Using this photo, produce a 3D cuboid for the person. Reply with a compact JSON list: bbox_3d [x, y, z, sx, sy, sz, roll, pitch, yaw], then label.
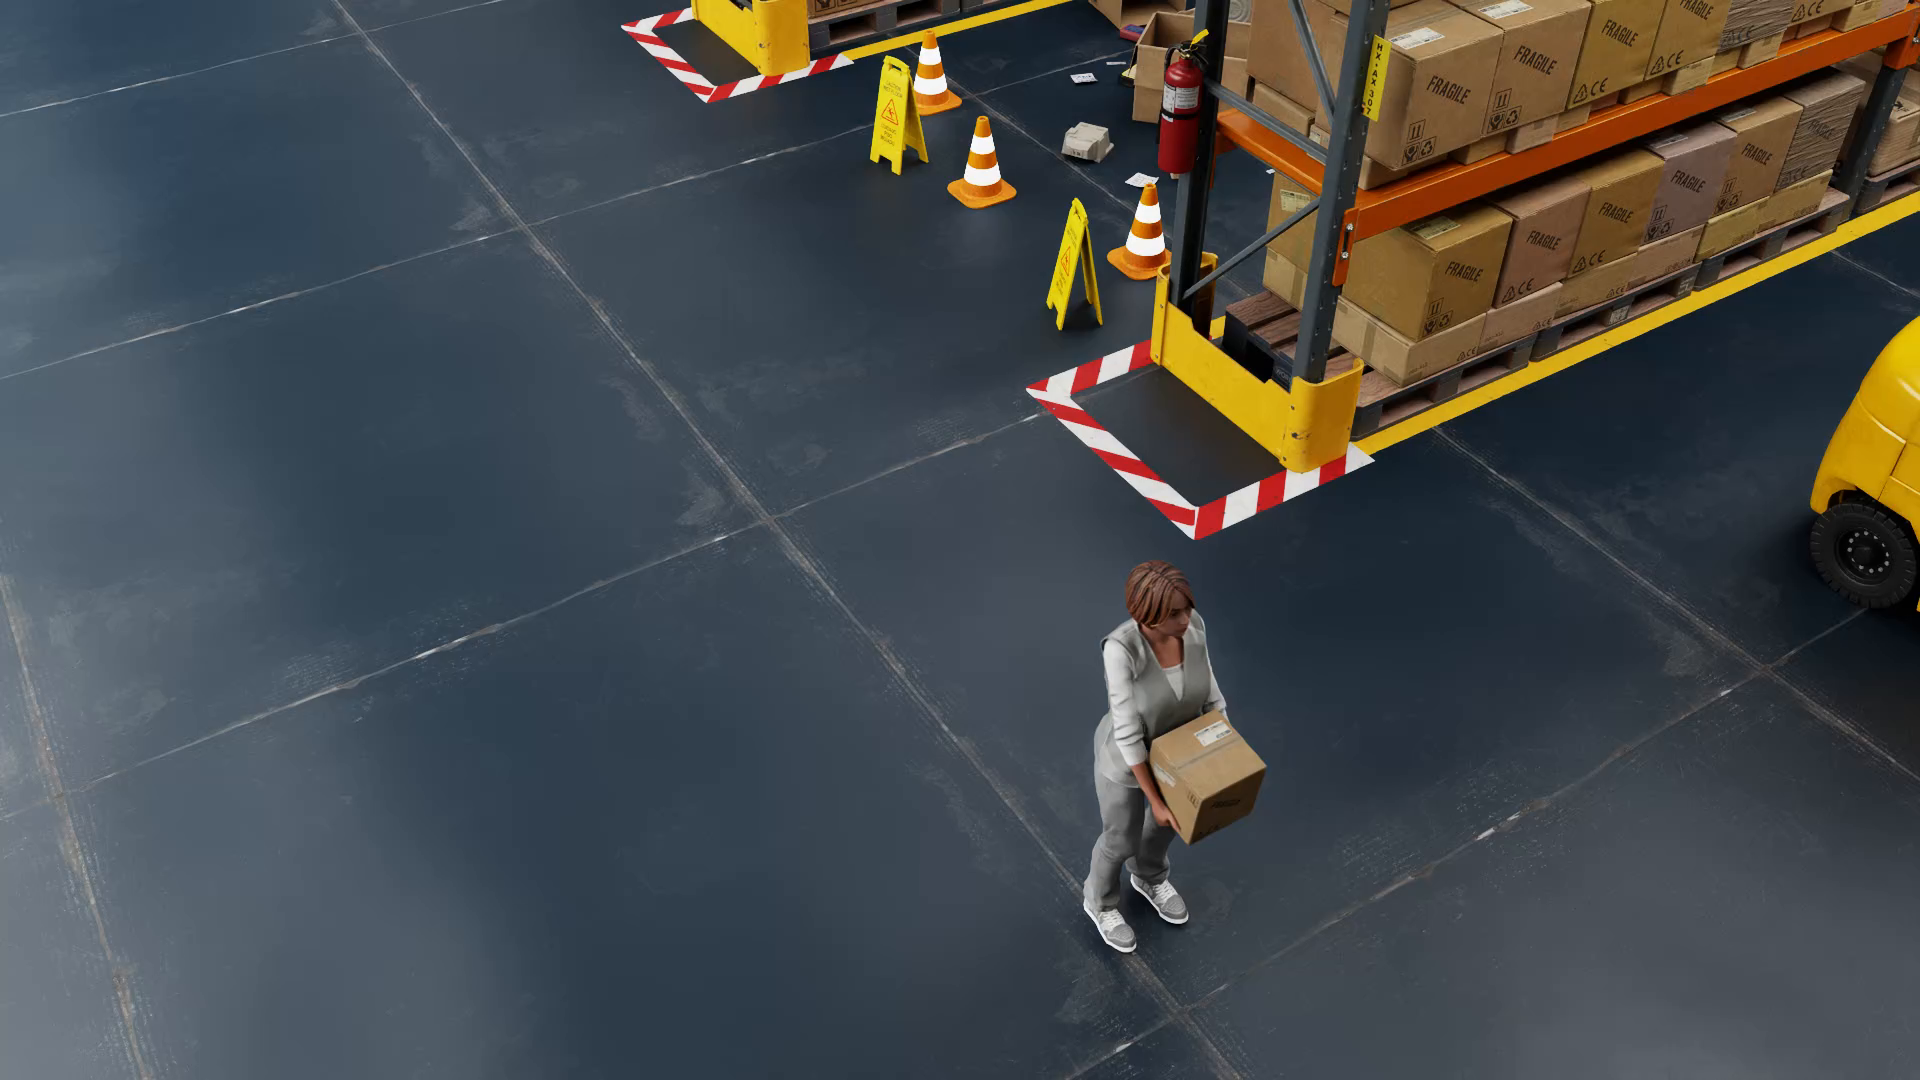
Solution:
[{"bbox_3d":[0.652,0.751,5.316,0.401,1.596,0.495,-22,46,-23],"label":"person"}]
